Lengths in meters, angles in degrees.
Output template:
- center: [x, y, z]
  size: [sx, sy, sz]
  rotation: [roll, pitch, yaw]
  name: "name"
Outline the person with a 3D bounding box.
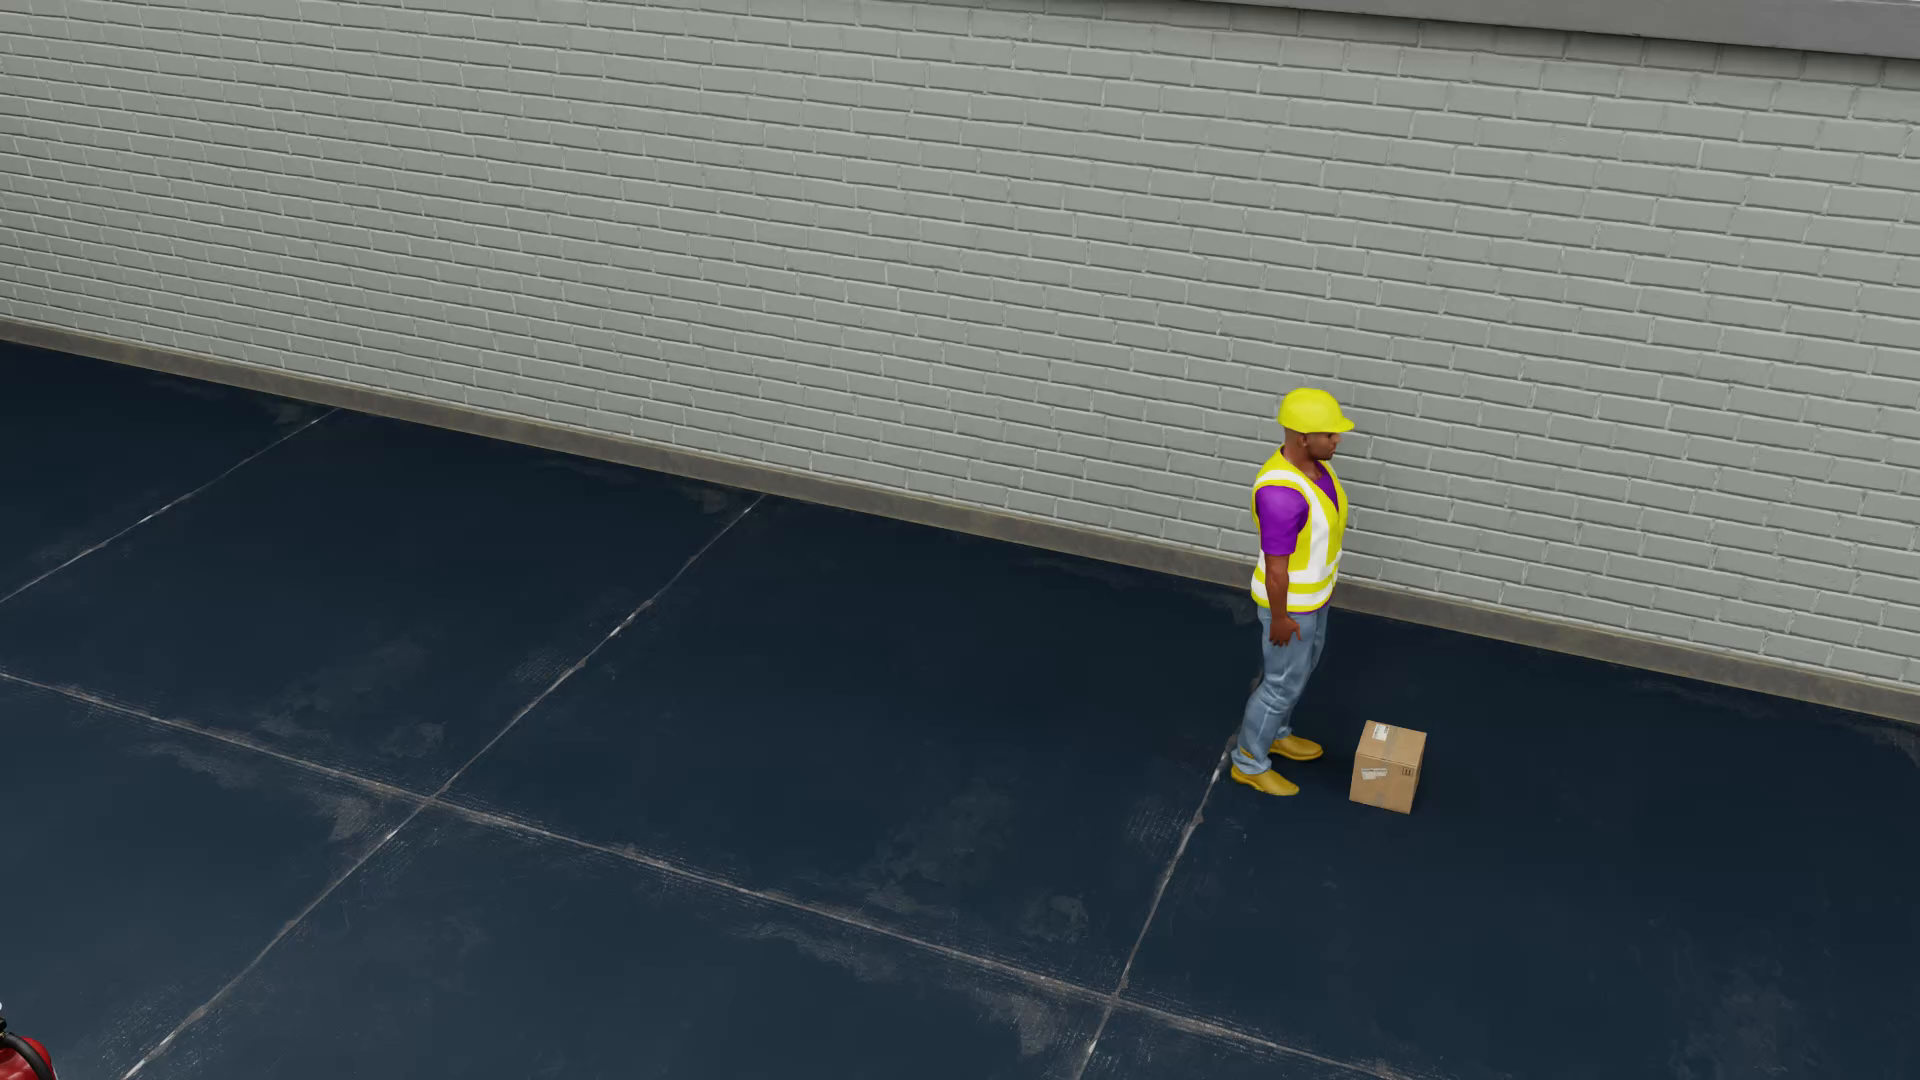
- center: [1.359, 0.213, 6.760]
  size: [0.365, 1.786, 0.563]
  rotation: [12, 32, 20]
  name: "person"
